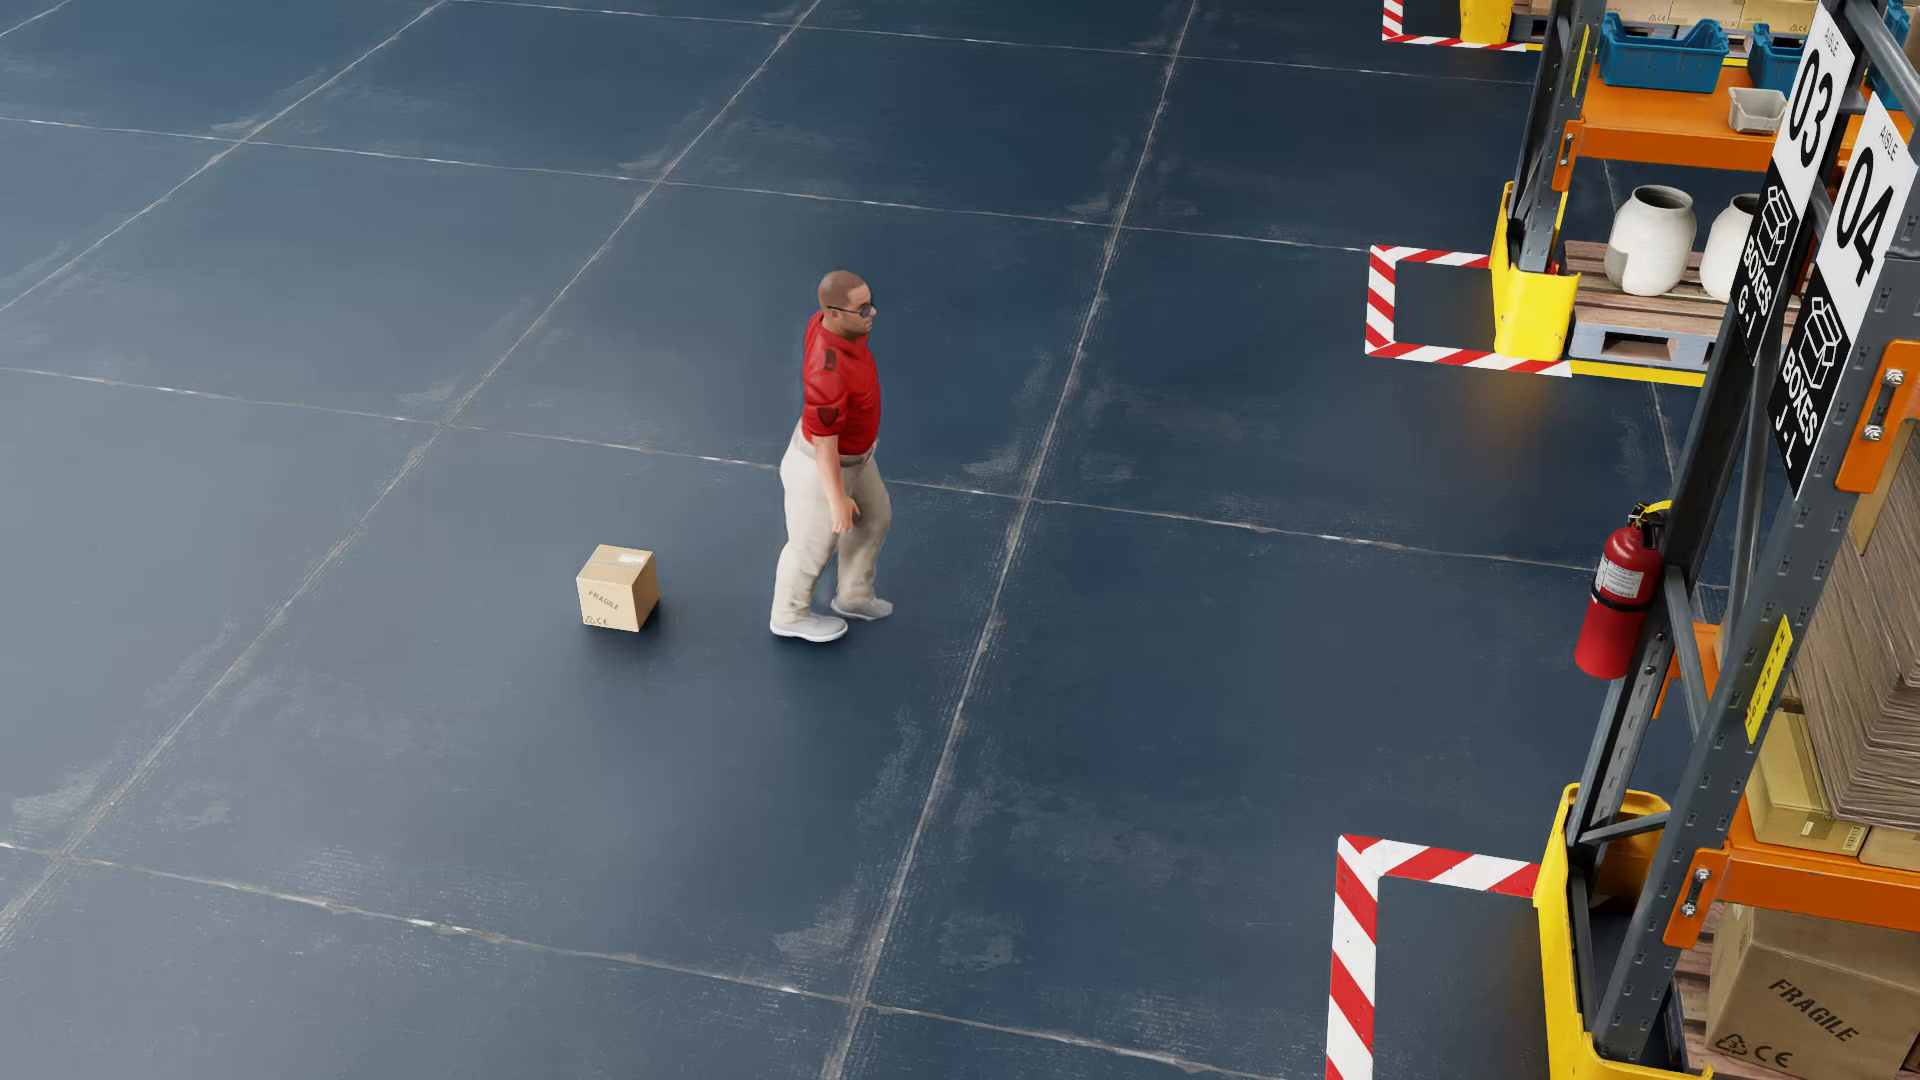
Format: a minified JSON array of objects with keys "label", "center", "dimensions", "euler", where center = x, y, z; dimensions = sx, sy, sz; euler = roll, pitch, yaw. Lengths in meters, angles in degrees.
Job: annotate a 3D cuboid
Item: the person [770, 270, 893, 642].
[{"label":"person","center":[-0.545,-0.266,6.568],"dimensions":[0.501,1.788,0.568],"euler":[4,37,5]}]
